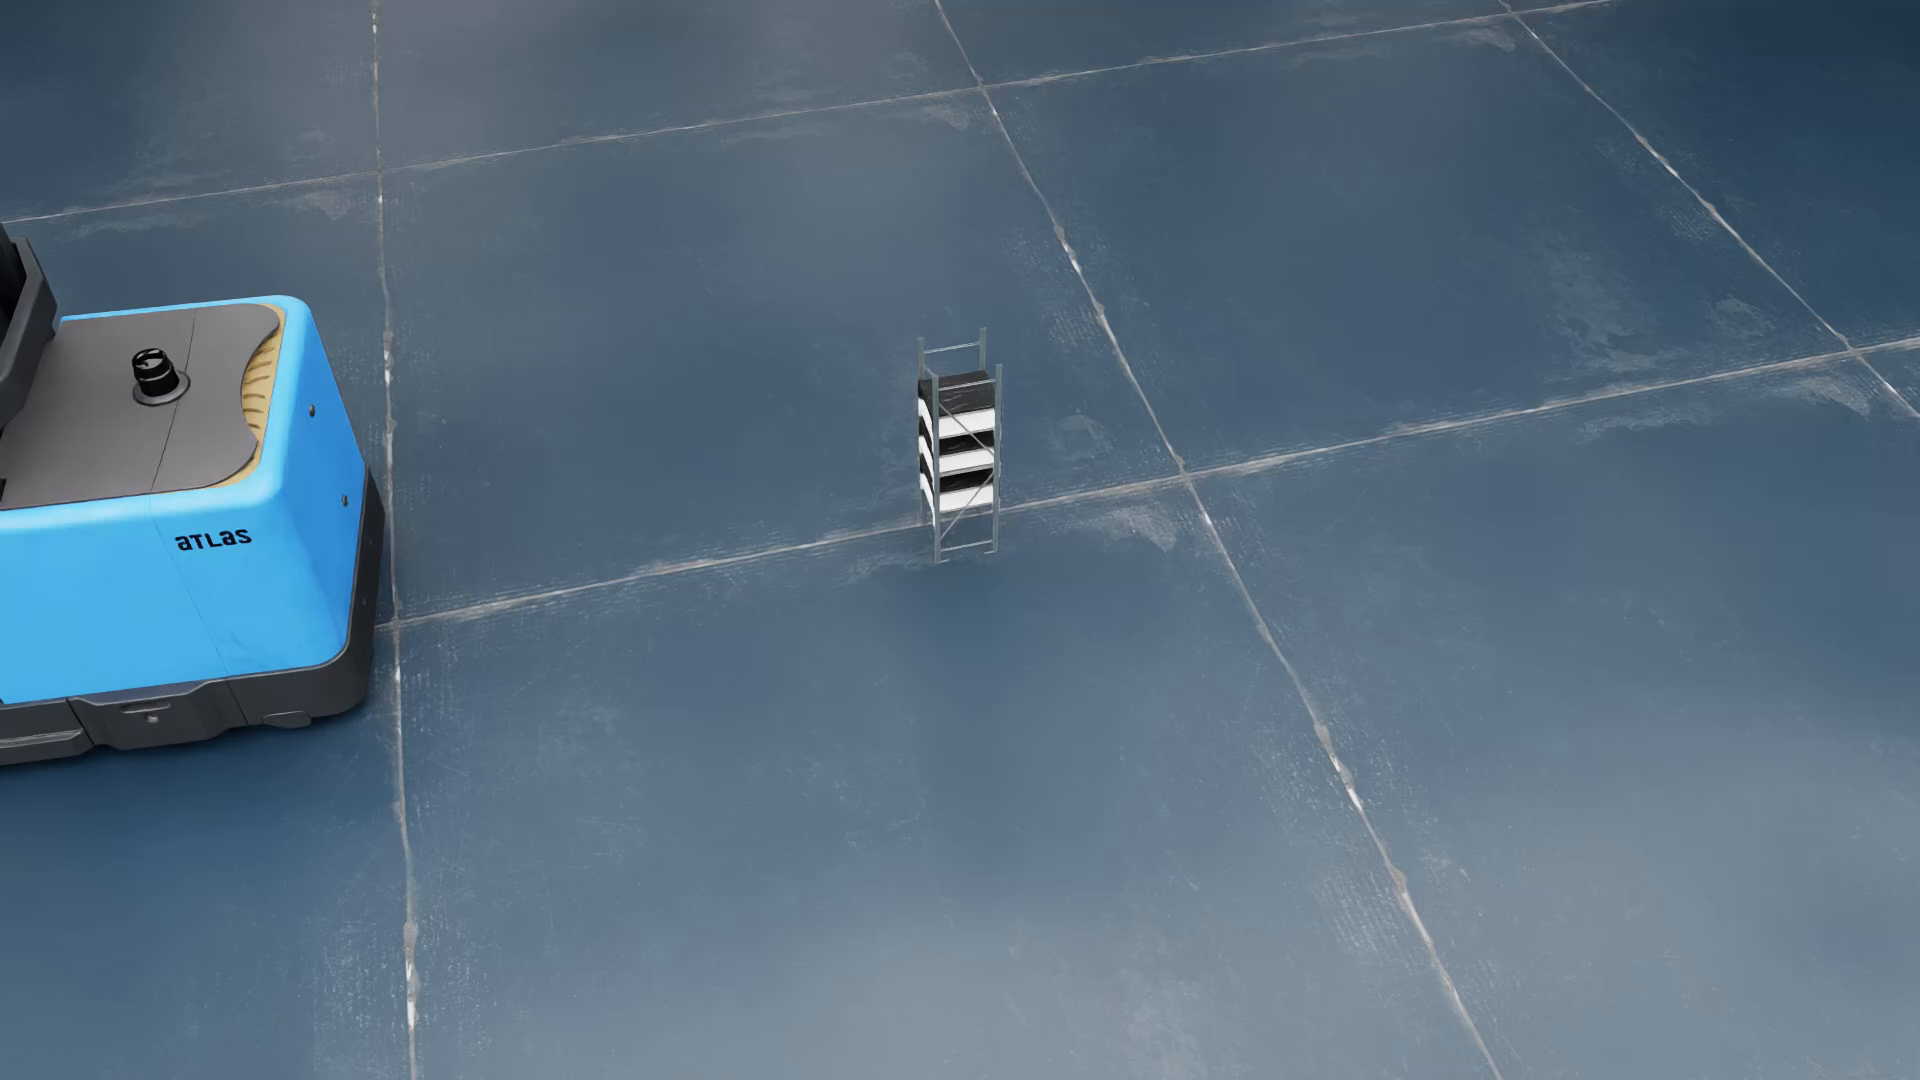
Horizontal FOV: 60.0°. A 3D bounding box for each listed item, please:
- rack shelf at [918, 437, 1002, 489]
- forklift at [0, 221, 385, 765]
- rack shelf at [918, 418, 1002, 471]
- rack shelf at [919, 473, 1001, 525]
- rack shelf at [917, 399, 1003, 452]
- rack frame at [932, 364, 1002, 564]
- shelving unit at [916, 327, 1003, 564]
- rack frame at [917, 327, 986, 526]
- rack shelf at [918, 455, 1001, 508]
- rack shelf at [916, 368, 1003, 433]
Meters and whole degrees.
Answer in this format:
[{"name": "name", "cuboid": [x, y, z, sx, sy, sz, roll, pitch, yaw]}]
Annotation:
[{"name": "rack shelf", "cuboid": [-0.002, -0.297, 5.958, 0.258, 0.077, 0.200, -11, 47, -10]}, {"name": "forklift", "cuboid": [-3.579, -0.589, 4.775, 3.031, 2.935, 1.130, -7, 46, -7]}, {"name": "rack shelf", "cuboid": [-0.002, -0.360, 5.894, 0.258, 0.077, 0.200, -11, 47, -10]}, {"name": "rack shelf", "cuboid": [-0.002, -0.171, 6.086, 0.258, 0.077, 0.200, -11, 47, -10]}, {"name": "rack shelf", "cuboid": [-0.002, -0.423, 5.829, 0.258, 0.077, 0.200, -11, 47, -10]}, {"name": "rack frame", "cuboid": [0.024, -0.250, 5.865, 0.240, 0.900, 0.006, -11, 47, -10]}, {"name": "shelving unit", "cuboid": [-0.002, -0.321, 5.934, 0.258, 0.900, 0.210, -11, 47, -10]}, {"name": "rack frame", "cuboid": [-0.028, -0.391, 6.003, 0.240, 0.900, 0.006, -11, 47, -10]}, {"name": "rack shelf", "cuboid": [-0.002, -0.234, 6.022, 0.258, 0.077, 0.200, -11, 47, -10]}, {"name": "rack shelf", "cuboid": [-0.002, -0.486, 5.765, 0.258, 0.077, 0.200, -11, 47, -10]}]
